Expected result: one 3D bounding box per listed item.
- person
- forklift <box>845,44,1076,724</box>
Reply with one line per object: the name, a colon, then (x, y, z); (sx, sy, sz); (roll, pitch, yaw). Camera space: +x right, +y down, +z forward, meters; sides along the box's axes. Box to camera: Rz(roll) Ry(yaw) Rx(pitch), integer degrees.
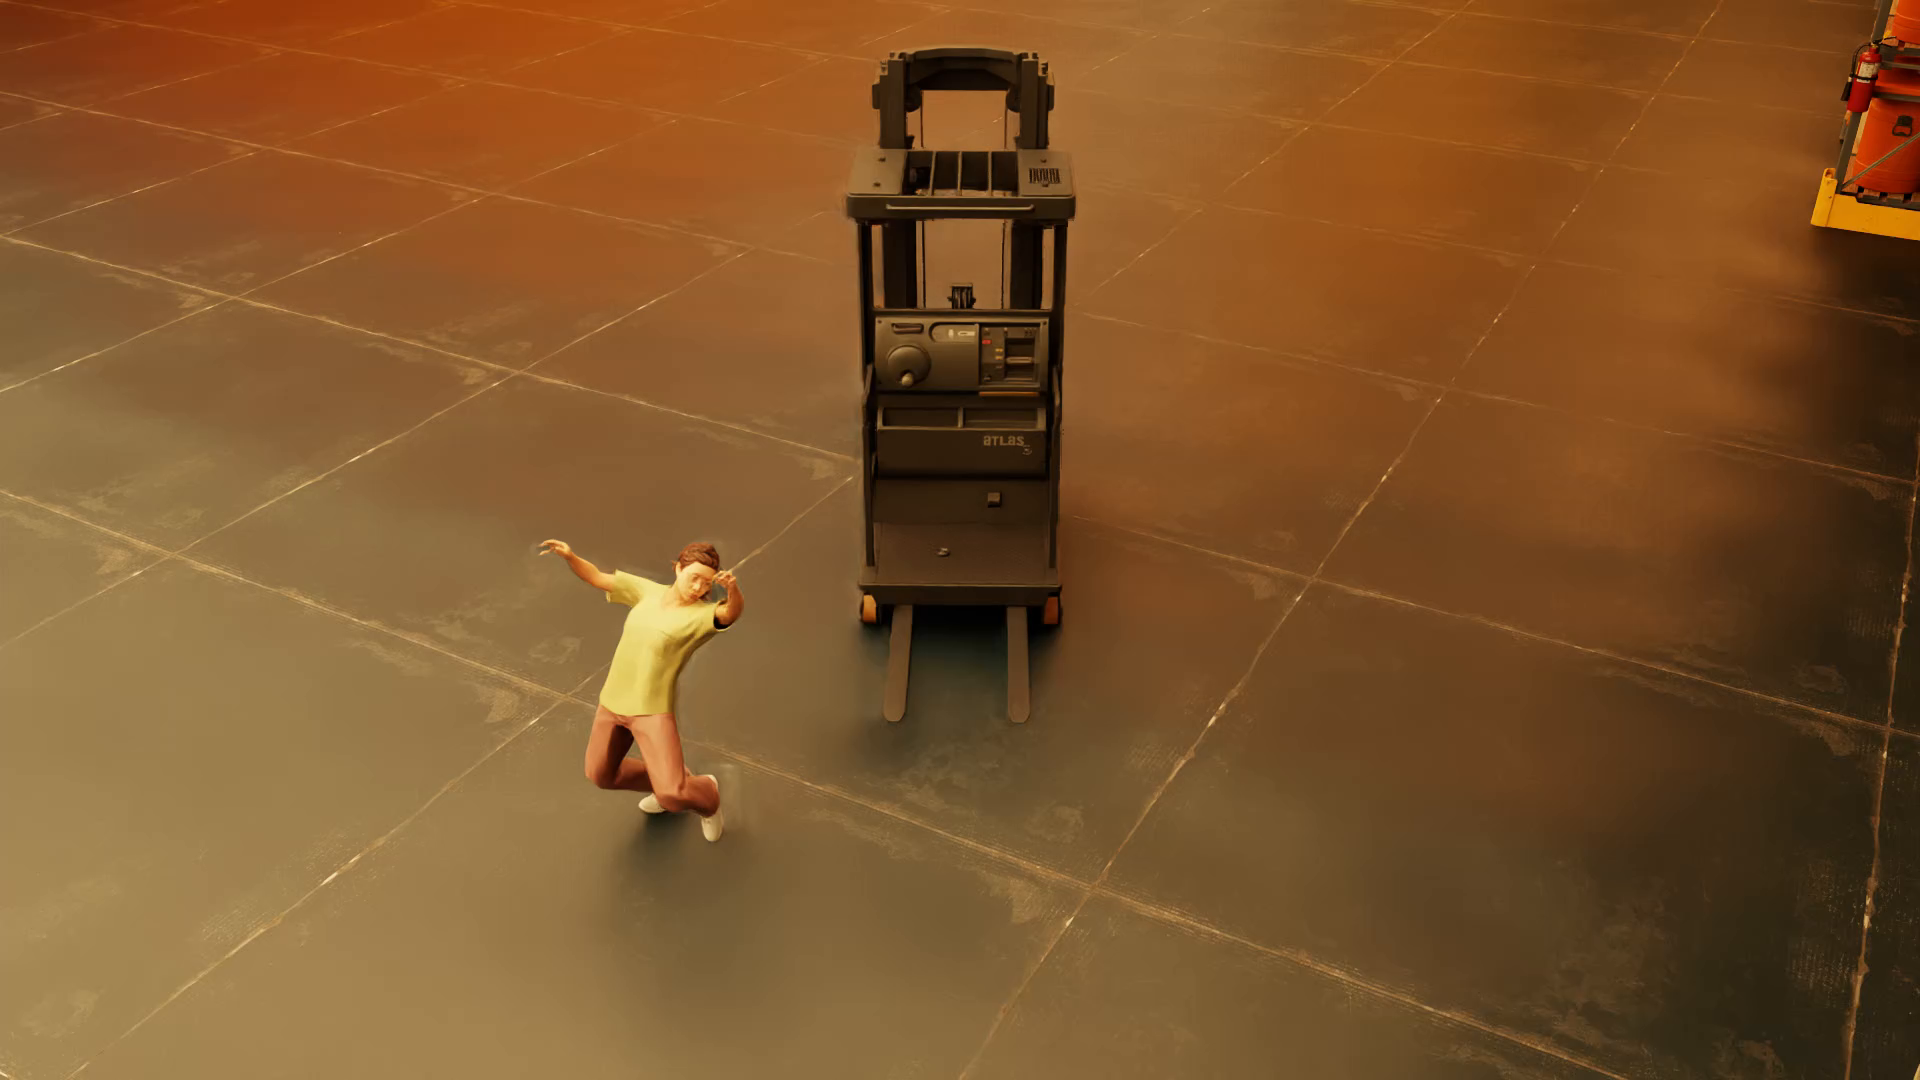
person: (-1.271, 0.663, 7.328); (0.862, 1.530, 0.728); (17, 34, 27)
forklift: (0.009, -0.954, 8.724); (1.130, 2.935, 3.031); (0, 30, 1)
